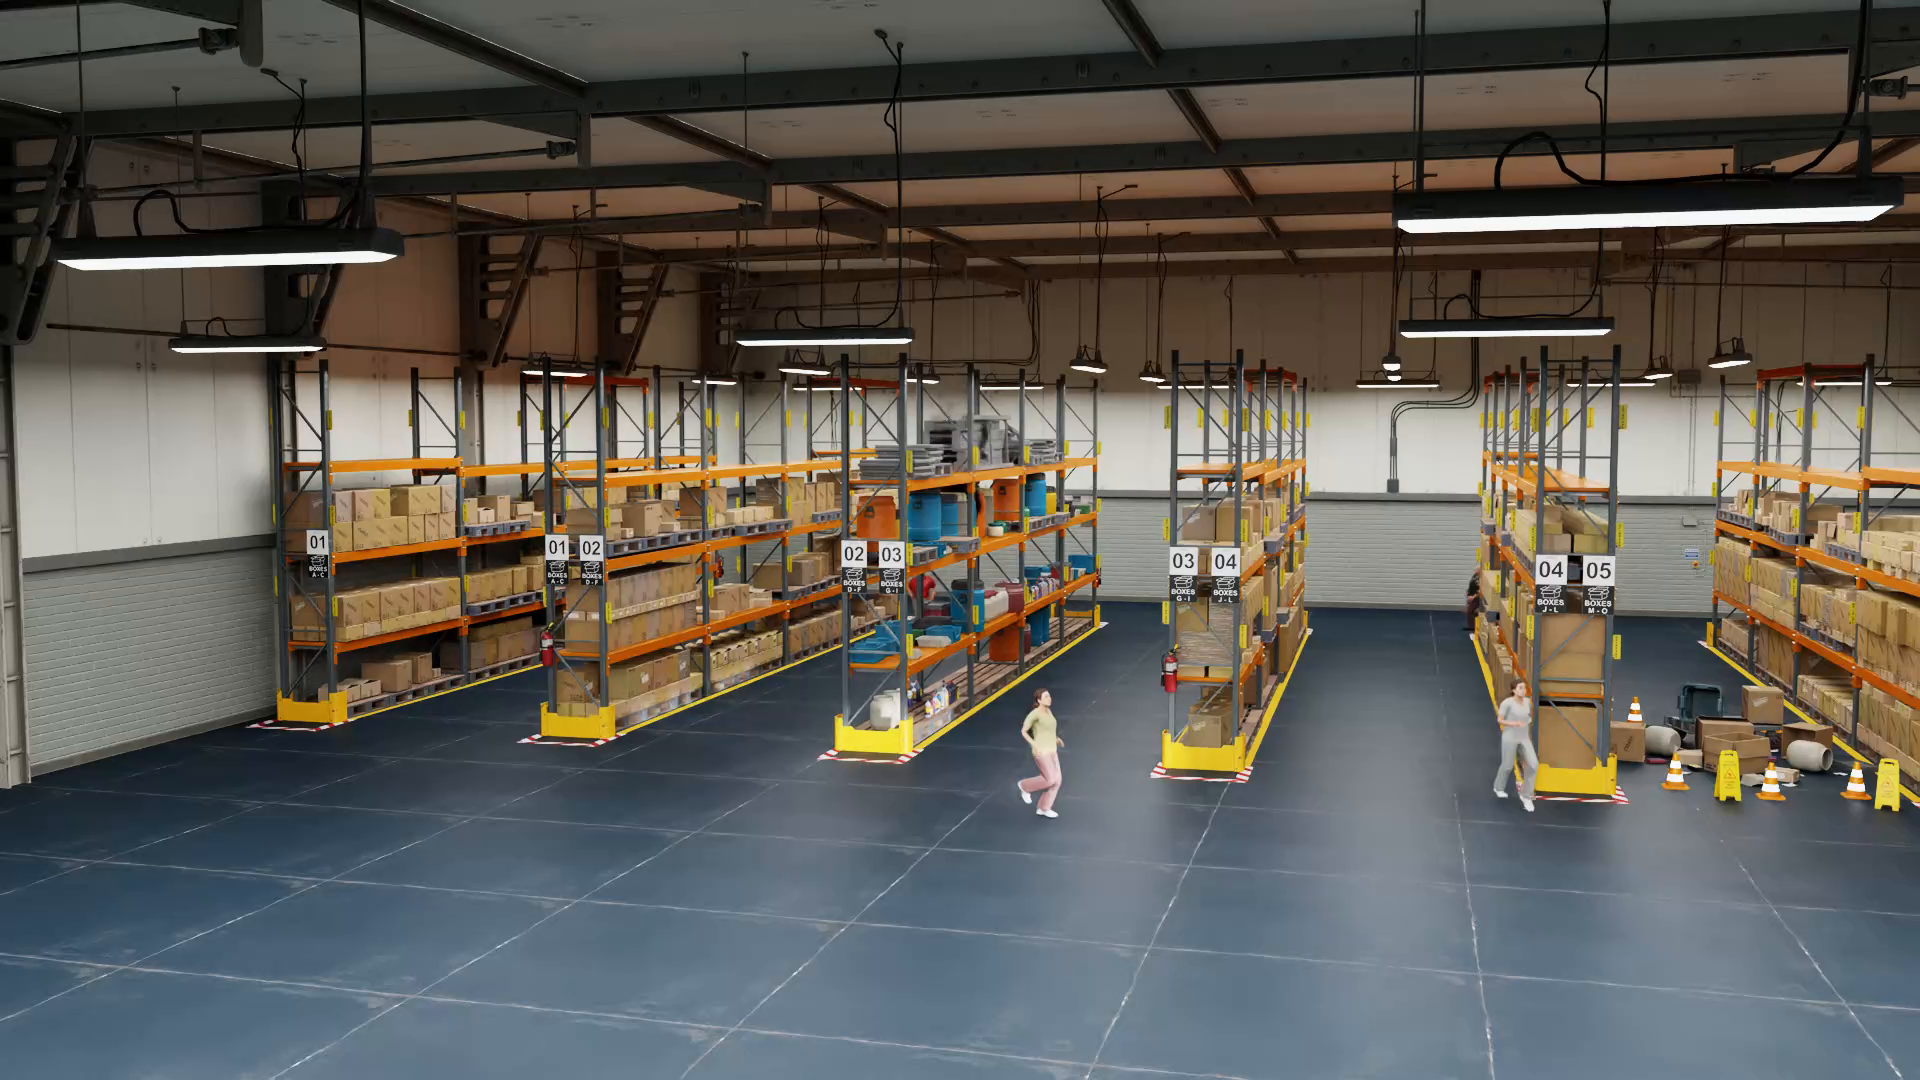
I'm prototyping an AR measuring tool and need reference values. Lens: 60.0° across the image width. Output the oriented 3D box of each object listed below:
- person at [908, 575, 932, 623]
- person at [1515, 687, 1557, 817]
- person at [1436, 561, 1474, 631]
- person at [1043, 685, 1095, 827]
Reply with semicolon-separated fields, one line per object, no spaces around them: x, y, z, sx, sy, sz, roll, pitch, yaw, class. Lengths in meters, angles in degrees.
-0.962;1.449;37.341;0.618;1.748;0.953;1;4;9;person
7.352;2.676;21.180;0.597;1.641;0.549;-1;4;-14;person
11.788;1.338;39.237;0.820;1.705;0.777;-1;4;-7;person
1.388;2.666;20.747;0.830;1.710;0.552;3;5;40;person
